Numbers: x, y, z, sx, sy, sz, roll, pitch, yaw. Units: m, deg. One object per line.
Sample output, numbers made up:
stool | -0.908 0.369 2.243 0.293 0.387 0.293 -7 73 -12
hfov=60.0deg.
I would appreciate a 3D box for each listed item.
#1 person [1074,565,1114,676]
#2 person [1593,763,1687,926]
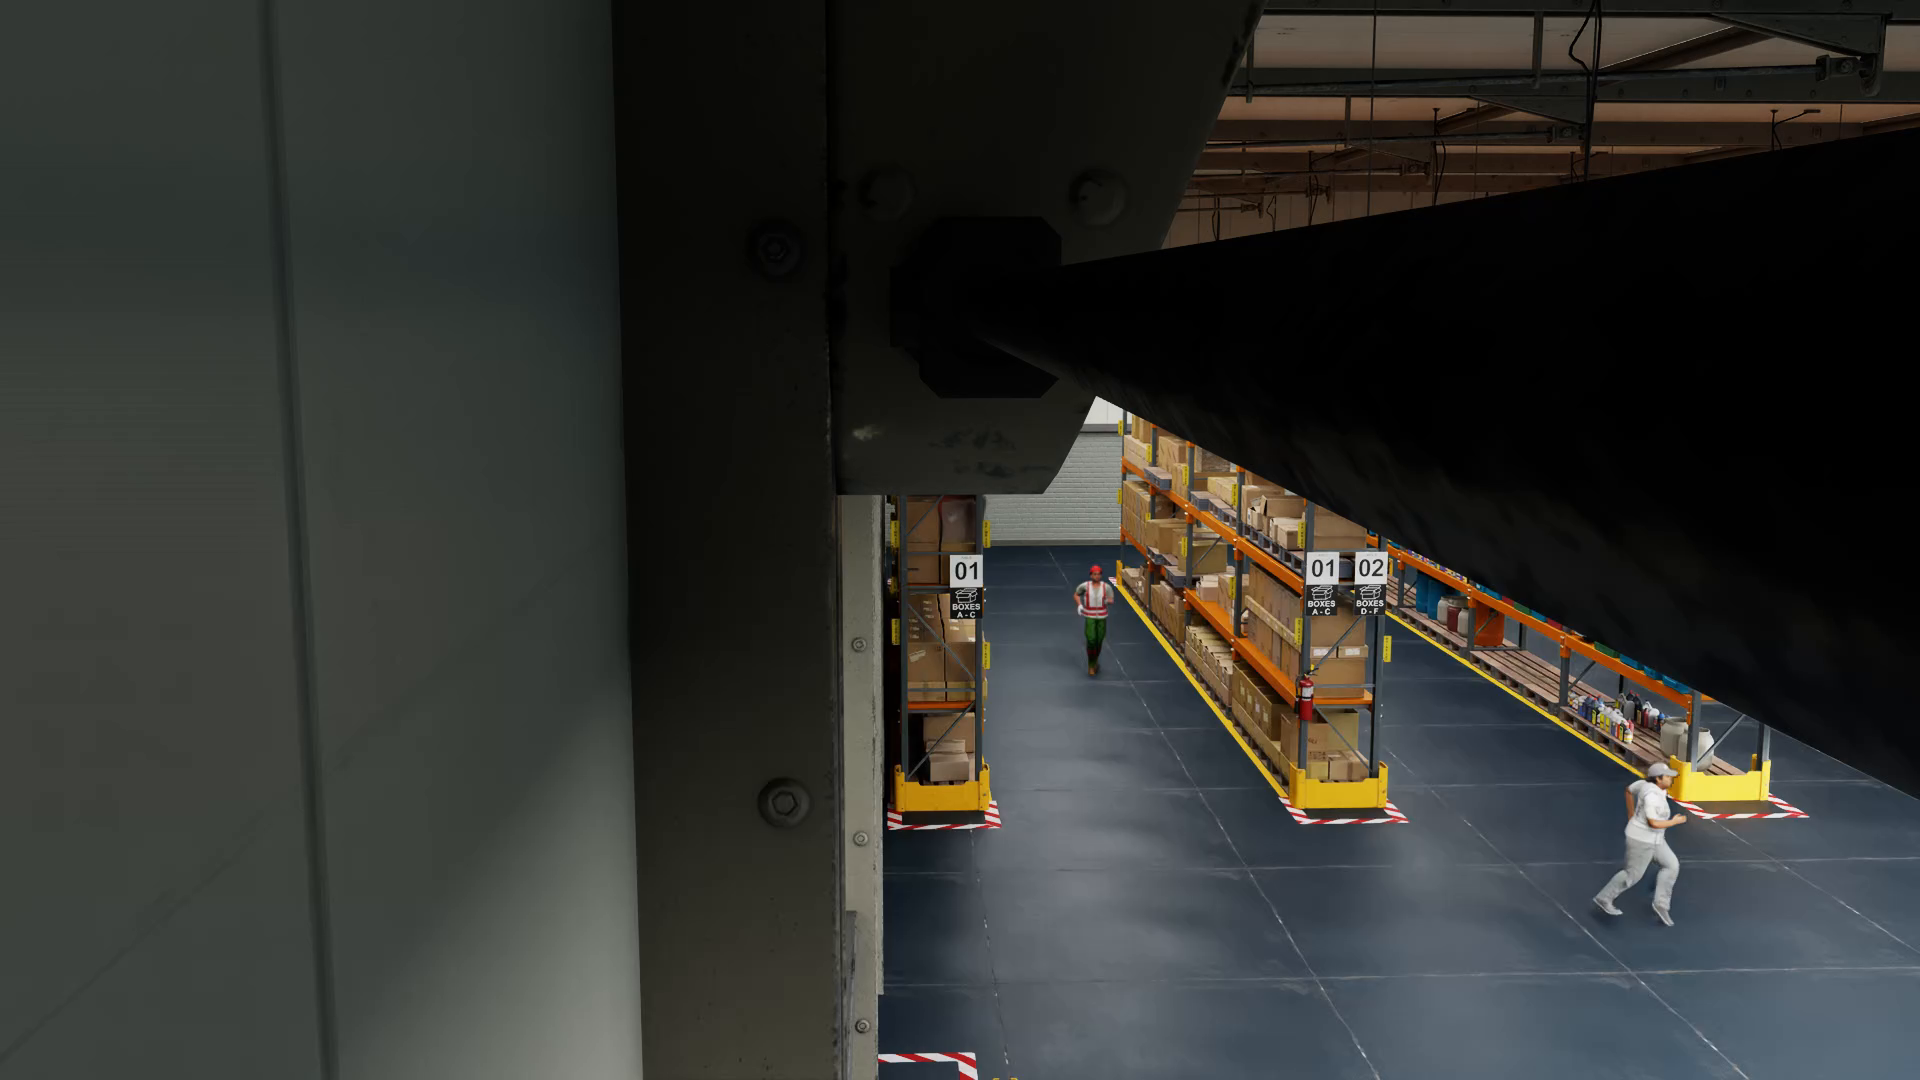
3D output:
person | 2.271 1.343 27.898 0.631 1.843 0.735 -1 8 -6
person | 6.881 3.063 16.815 0.830 1.705 0.626 4 9 23
